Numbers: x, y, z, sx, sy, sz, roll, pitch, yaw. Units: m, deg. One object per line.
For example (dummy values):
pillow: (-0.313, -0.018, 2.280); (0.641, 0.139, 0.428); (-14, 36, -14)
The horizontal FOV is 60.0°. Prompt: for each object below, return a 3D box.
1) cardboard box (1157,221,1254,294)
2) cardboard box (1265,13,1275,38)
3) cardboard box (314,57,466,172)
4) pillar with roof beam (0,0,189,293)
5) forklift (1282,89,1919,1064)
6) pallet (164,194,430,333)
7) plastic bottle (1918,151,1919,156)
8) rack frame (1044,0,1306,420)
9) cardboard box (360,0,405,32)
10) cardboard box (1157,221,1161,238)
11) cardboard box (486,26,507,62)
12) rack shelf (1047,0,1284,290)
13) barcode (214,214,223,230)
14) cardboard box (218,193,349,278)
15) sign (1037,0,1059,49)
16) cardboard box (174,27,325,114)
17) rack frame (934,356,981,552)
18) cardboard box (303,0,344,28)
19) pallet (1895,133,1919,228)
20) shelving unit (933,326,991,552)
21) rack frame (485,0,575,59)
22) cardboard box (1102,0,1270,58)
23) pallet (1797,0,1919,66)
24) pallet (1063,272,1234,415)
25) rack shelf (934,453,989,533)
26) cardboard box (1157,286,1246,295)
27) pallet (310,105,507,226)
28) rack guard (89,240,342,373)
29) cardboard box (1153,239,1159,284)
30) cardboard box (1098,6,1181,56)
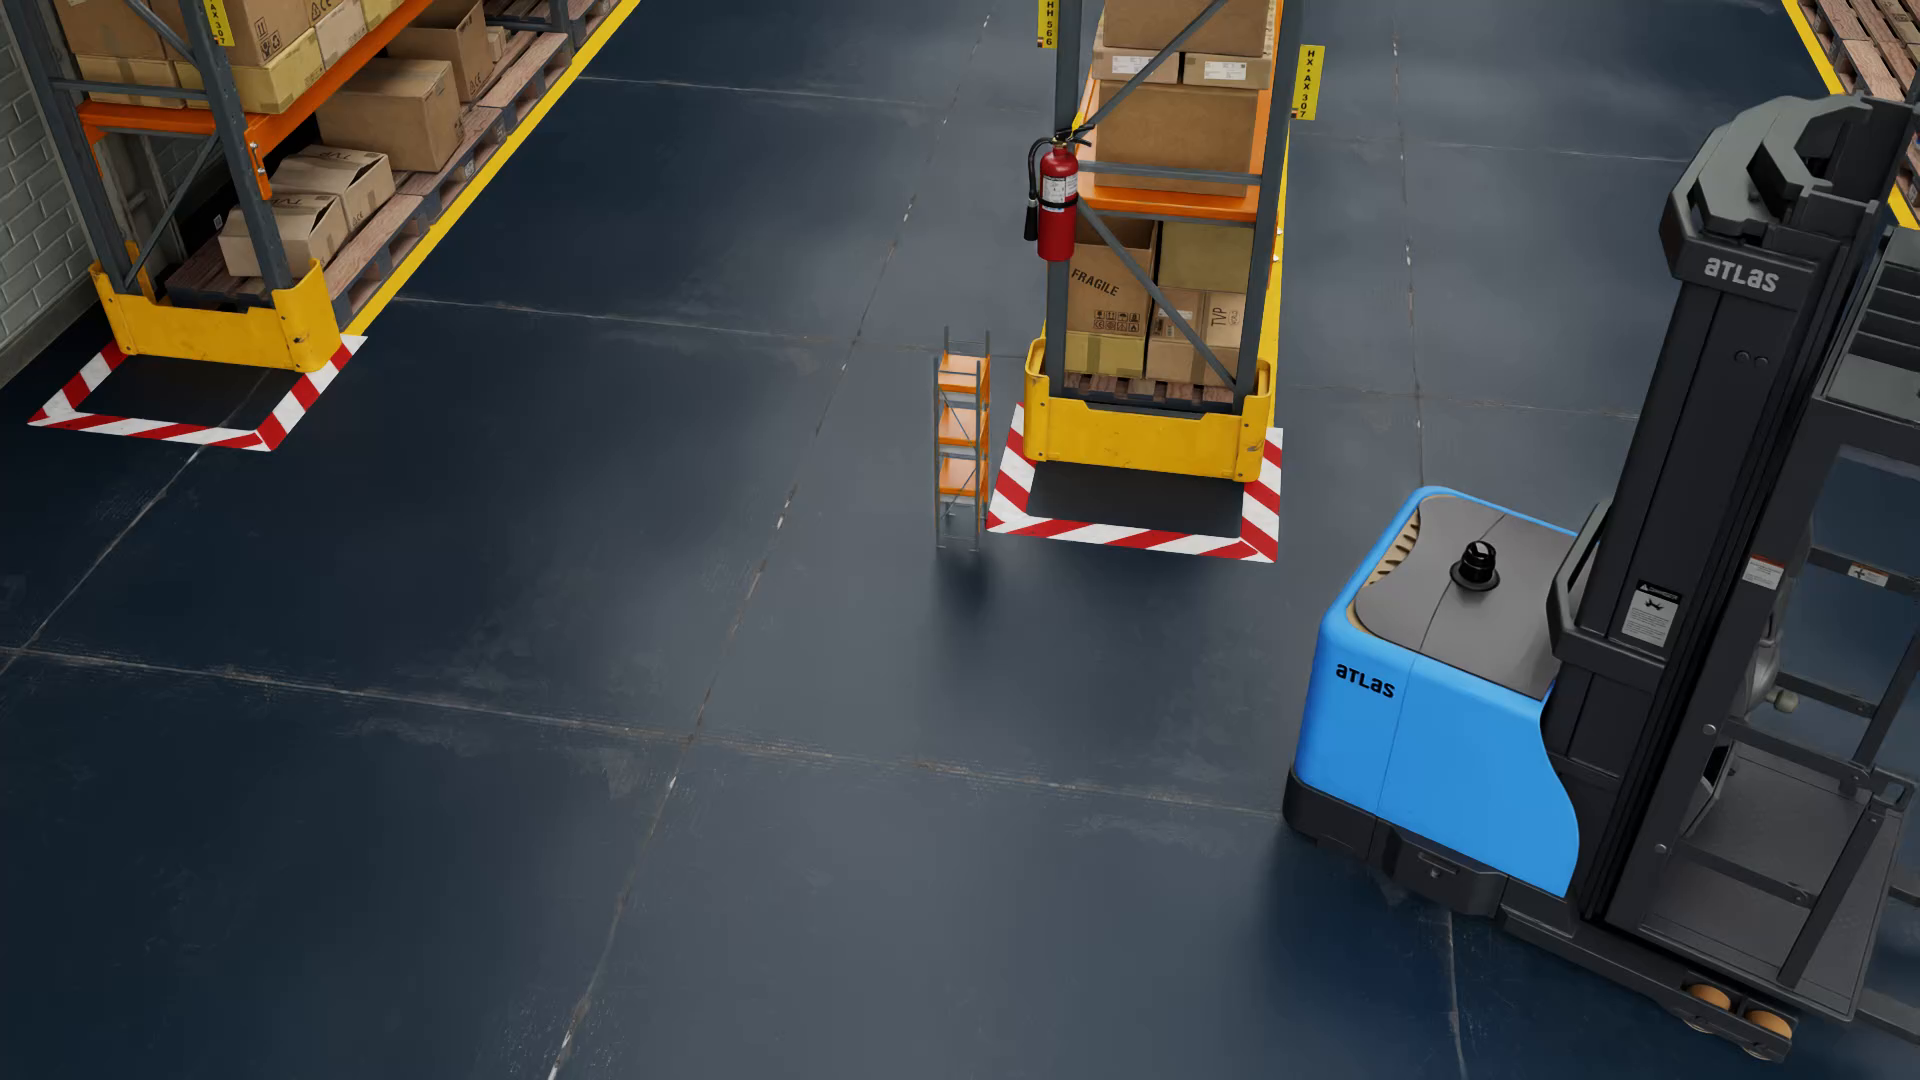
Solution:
cardboard box: (1.309, -1.635, 8.613); (0.500, 0.500, 0.500); (6, 40, 8)
cardboard box: (1.235, -2.294, 7.584); (0.380, 0.149, 0.250); (5, 40, 7)
cardboard box: (-3.484, -2.604, 10.163); (0.700, 0.500, 0.500); (4, 40, 5)
pillar with roof beam: (-0.458, -4.533, 6.171); (9.100, 9.000, 0.400); (6, 40, 8)
forklift: (2.750, 0.236, 5.164); (3.031, 2.935, 1.130); (22, 45, 25)
pallet: (-3.779, -1.640, 9.568); (1.003, 0.211, 1.213); (6, 40, 8)
plastic bottle: (5.978, -2.455, 10.216); (0.097, 0.201, 0.097); (0, 40, 0)
rack frame: (0.912, -1.617, 7.352); (1.000, 3.000, 0.127); (6, 40, 8)
cardboard box: (-3.401, -3.029, 9.162); (0.500, 0.250, 0.500); (6, 40, 7)
cardboard box: (0.870, -2.007, 9.063); (0.500, 0.500, 0.500); (6, 40, 8)
cardboard box: (-3.338, -3.410, 11.399); (0.380, 0.166, 0.250); (2, 40, 2)
rack shelf: (1.258, -2.595, 9.100); (1.077, 0.370, 4.000); (6, 40, 8)
barcode: (-4.150, -1.778, 9.304); (0.001, 0.075, 0.075); (6, 40, 8)
cardboard box: (-3.759, -1.719, 9.240); (0.500, 0.311, 0.500); (2, 40, 3)
sign: (0.380, -2.224, 6.991); (0.100, 0.325, 0.005); (6, 40, 8)
cardboard box: (-3.570, -2.382, 8.380); (0.500, 0.250, 0.500); (5, 40, 6)
rack frame: (-0.012, -0.362, 7.363); (0.200, 1.050, 0.008); (6, 40, 8)
cardboard box: (-3.494, -2.976, 8.509); (0.500, 0.500, 0.500); (7, 40, 8)
pallet: (6.325, -2.088, 10.109); (1.003, 0.211, 1.213); (6, 40, 8)
shelving unit: (0.009, -0.438, 7.456); (0.215, 1.050, 0.252); (6, 40, 8)
rack frame: (-3.275, -4.672, 11.046); (1.000, 3.000, 0.127); (6, 40, 8)
cardboard box: (1.015, -2.481, 7.300); (0.700, 0.500, 0.500); (7, 40, 8)
pallet: (6.789, -3.770, 12.144); (1.003, 0.211, 1.213); (6, 40, 8)
pallet: (1.003, -1.027, 8.827); (1.003, 0.211, 1.213); (6, 40, 8)
rack shelf: (0.009, -0.216, 7.640); (0.215, 0.259, 0.240); (6, 40, 8)
cardboard box: (1.307, -1.346, 8.852); (0.500, 0.250, 0.500); (6, 40, 8)
pallet: (-3.566, -2.404, 10.492); (1.003, 0.211, 1.213); (6, 40, 8)
rack guard: (-3.954, -1.246, 8.864); (1.175, 0.500, 0.348); (6, 40, 8)
cardboard box: (0.789, -1.404, 8.922); (0.500, 0.250, 0.500); (6, 40, 8)
cardboard box: (0.834, -2.331, 7.628); (0.380, 0.149, 0.250); (7, 40, 9)
